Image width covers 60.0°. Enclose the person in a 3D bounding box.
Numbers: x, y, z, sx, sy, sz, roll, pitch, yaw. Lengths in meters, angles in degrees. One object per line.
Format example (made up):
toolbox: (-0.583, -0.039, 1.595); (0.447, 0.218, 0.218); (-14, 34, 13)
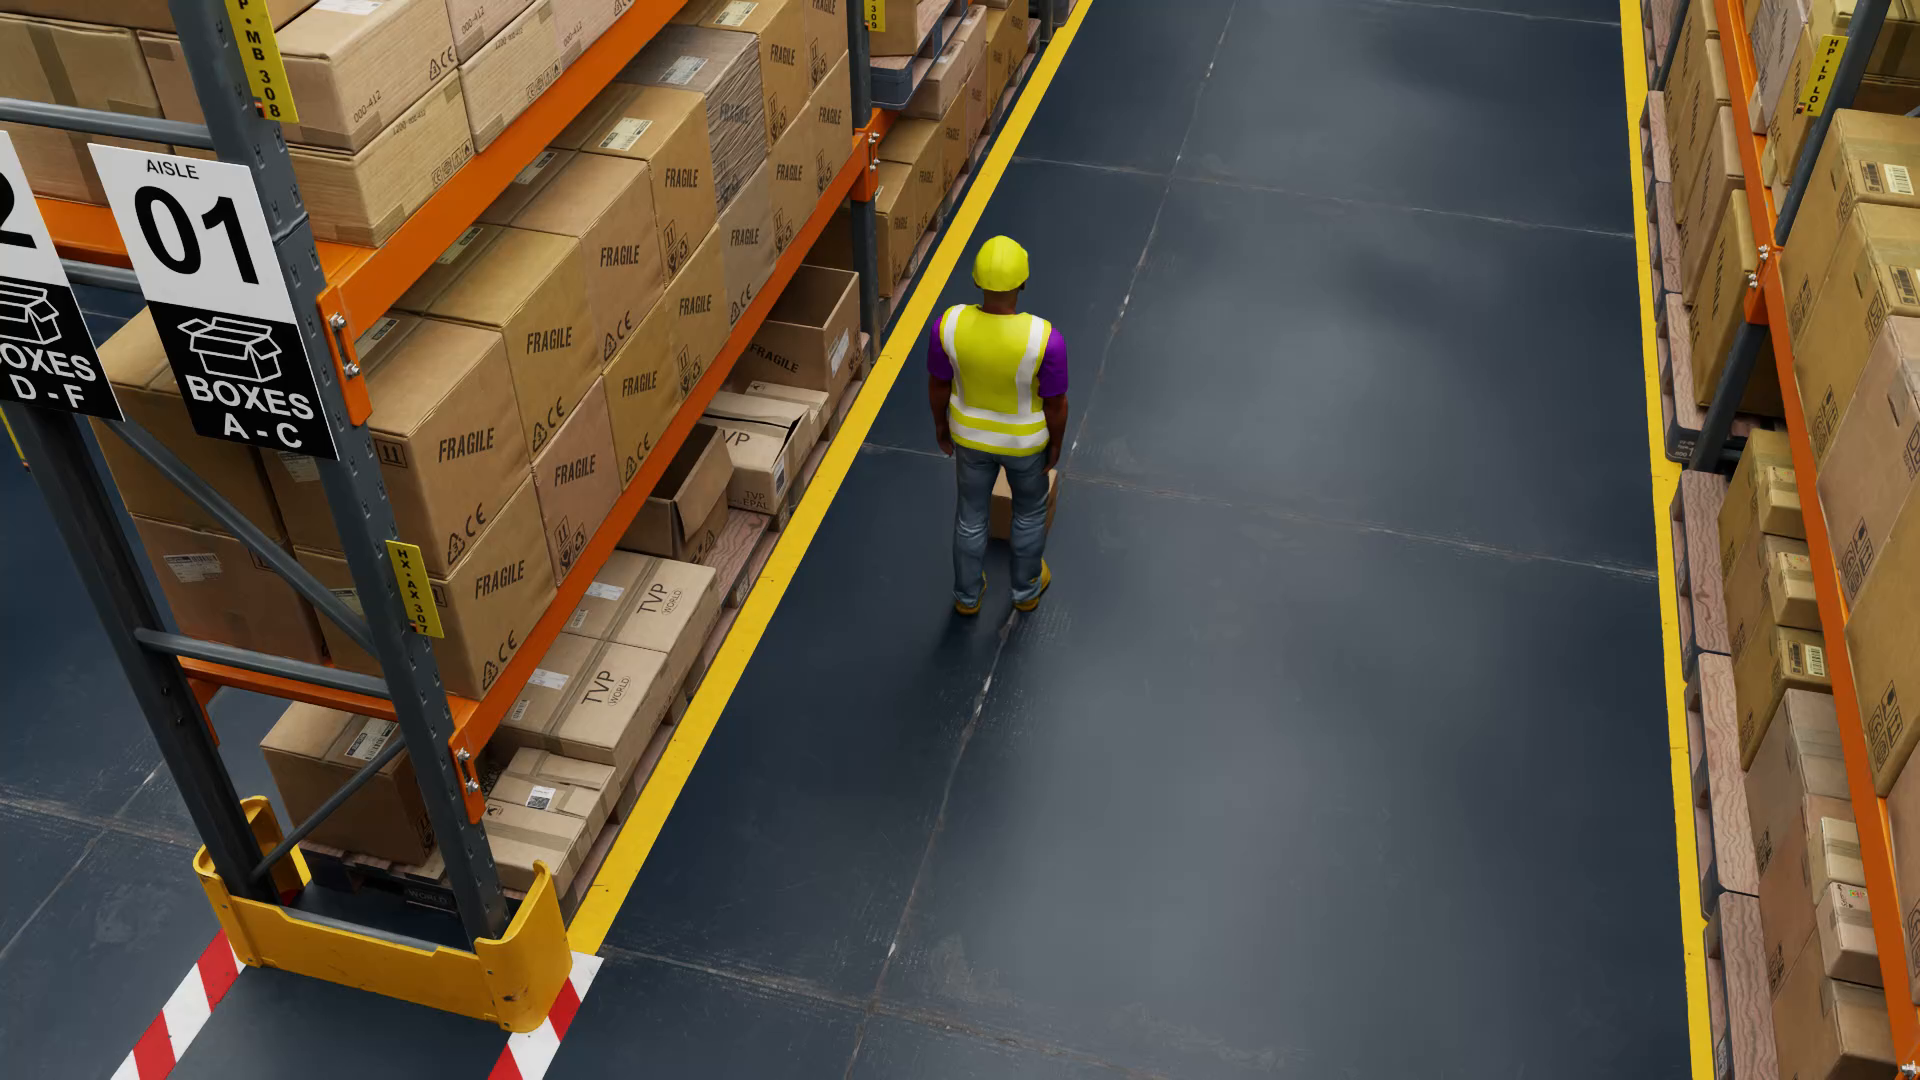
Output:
person: (0.161, -0.442, 6.660); (0.561, 1.768, 0.417); (11, 42, 12)
